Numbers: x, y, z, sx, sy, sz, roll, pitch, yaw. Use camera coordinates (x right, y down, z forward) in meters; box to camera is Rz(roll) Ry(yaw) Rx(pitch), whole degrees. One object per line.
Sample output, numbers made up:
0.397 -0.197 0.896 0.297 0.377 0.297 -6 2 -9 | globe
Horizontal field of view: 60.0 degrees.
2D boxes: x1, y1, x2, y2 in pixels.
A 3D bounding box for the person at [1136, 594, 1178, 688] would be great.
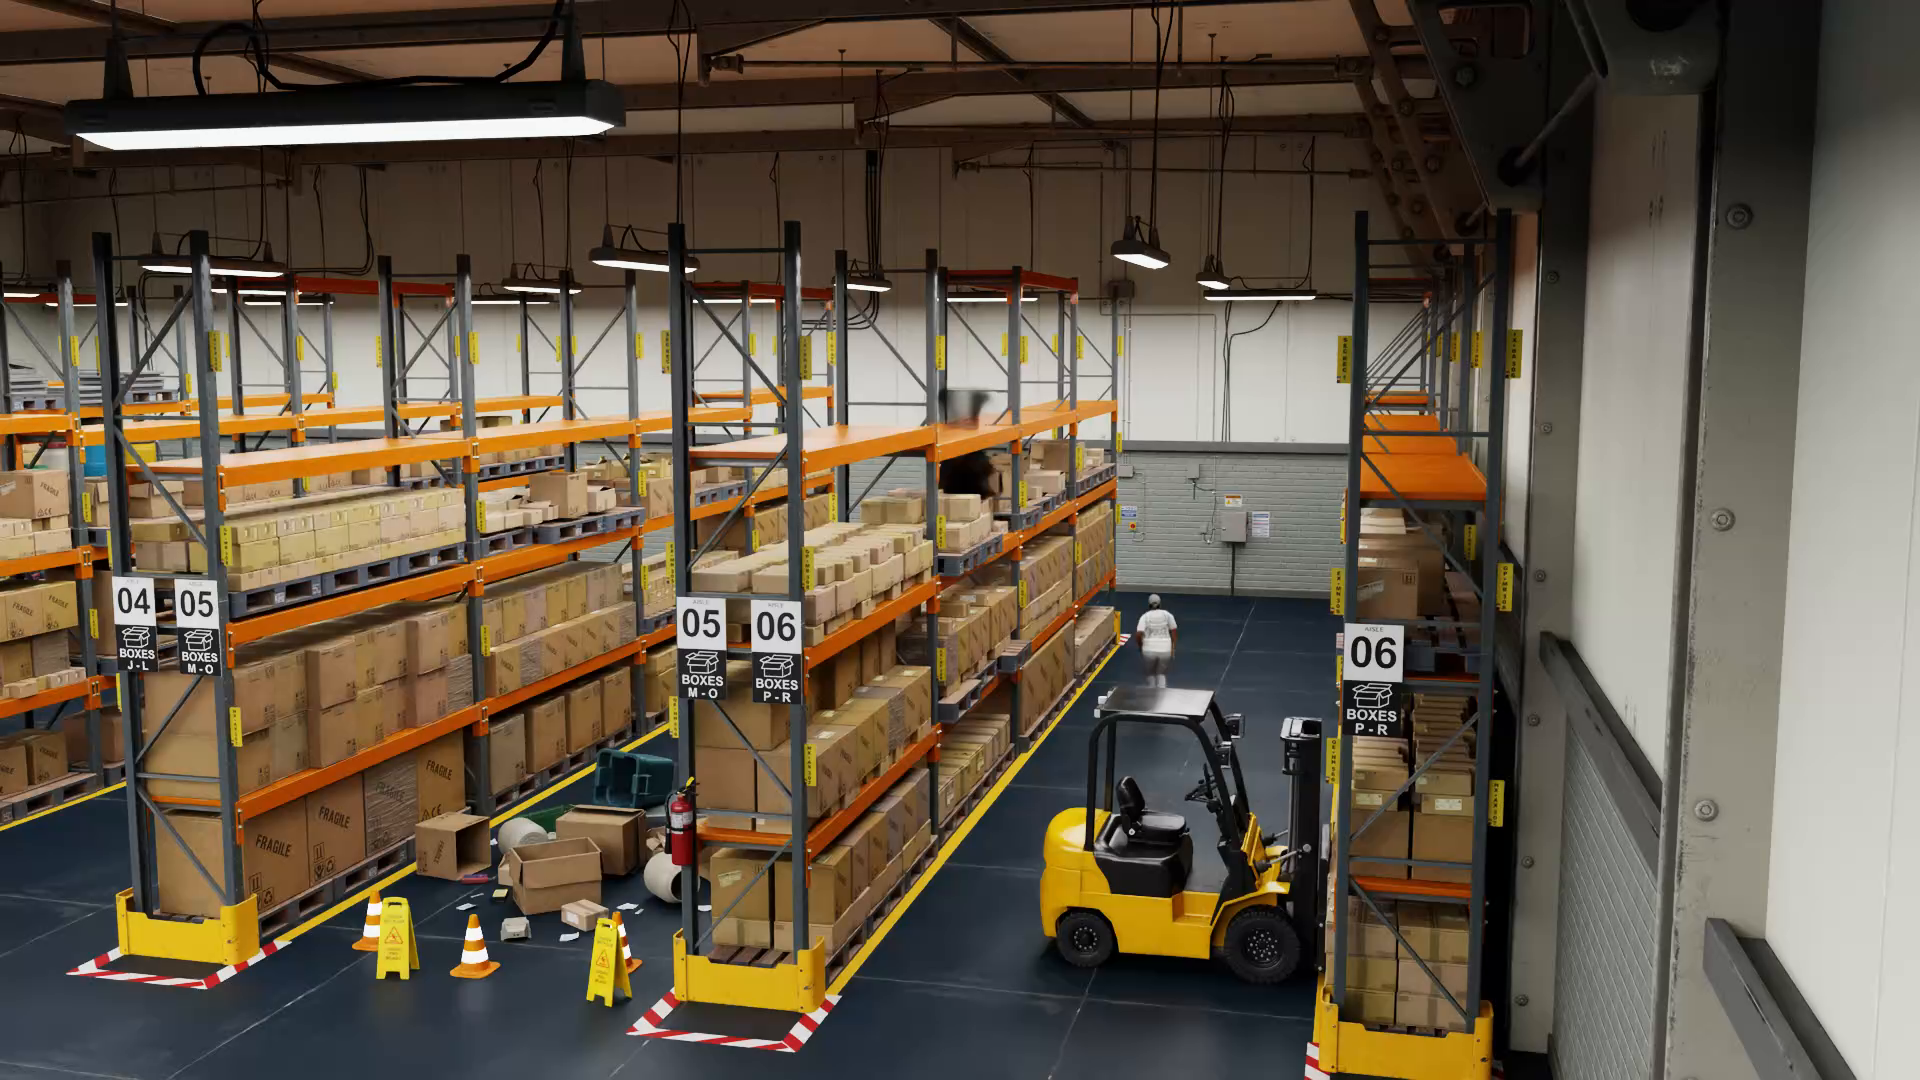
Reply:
2.733 1.571 23.055 0.604 1.605 0.611 -1 7 -4 | person
